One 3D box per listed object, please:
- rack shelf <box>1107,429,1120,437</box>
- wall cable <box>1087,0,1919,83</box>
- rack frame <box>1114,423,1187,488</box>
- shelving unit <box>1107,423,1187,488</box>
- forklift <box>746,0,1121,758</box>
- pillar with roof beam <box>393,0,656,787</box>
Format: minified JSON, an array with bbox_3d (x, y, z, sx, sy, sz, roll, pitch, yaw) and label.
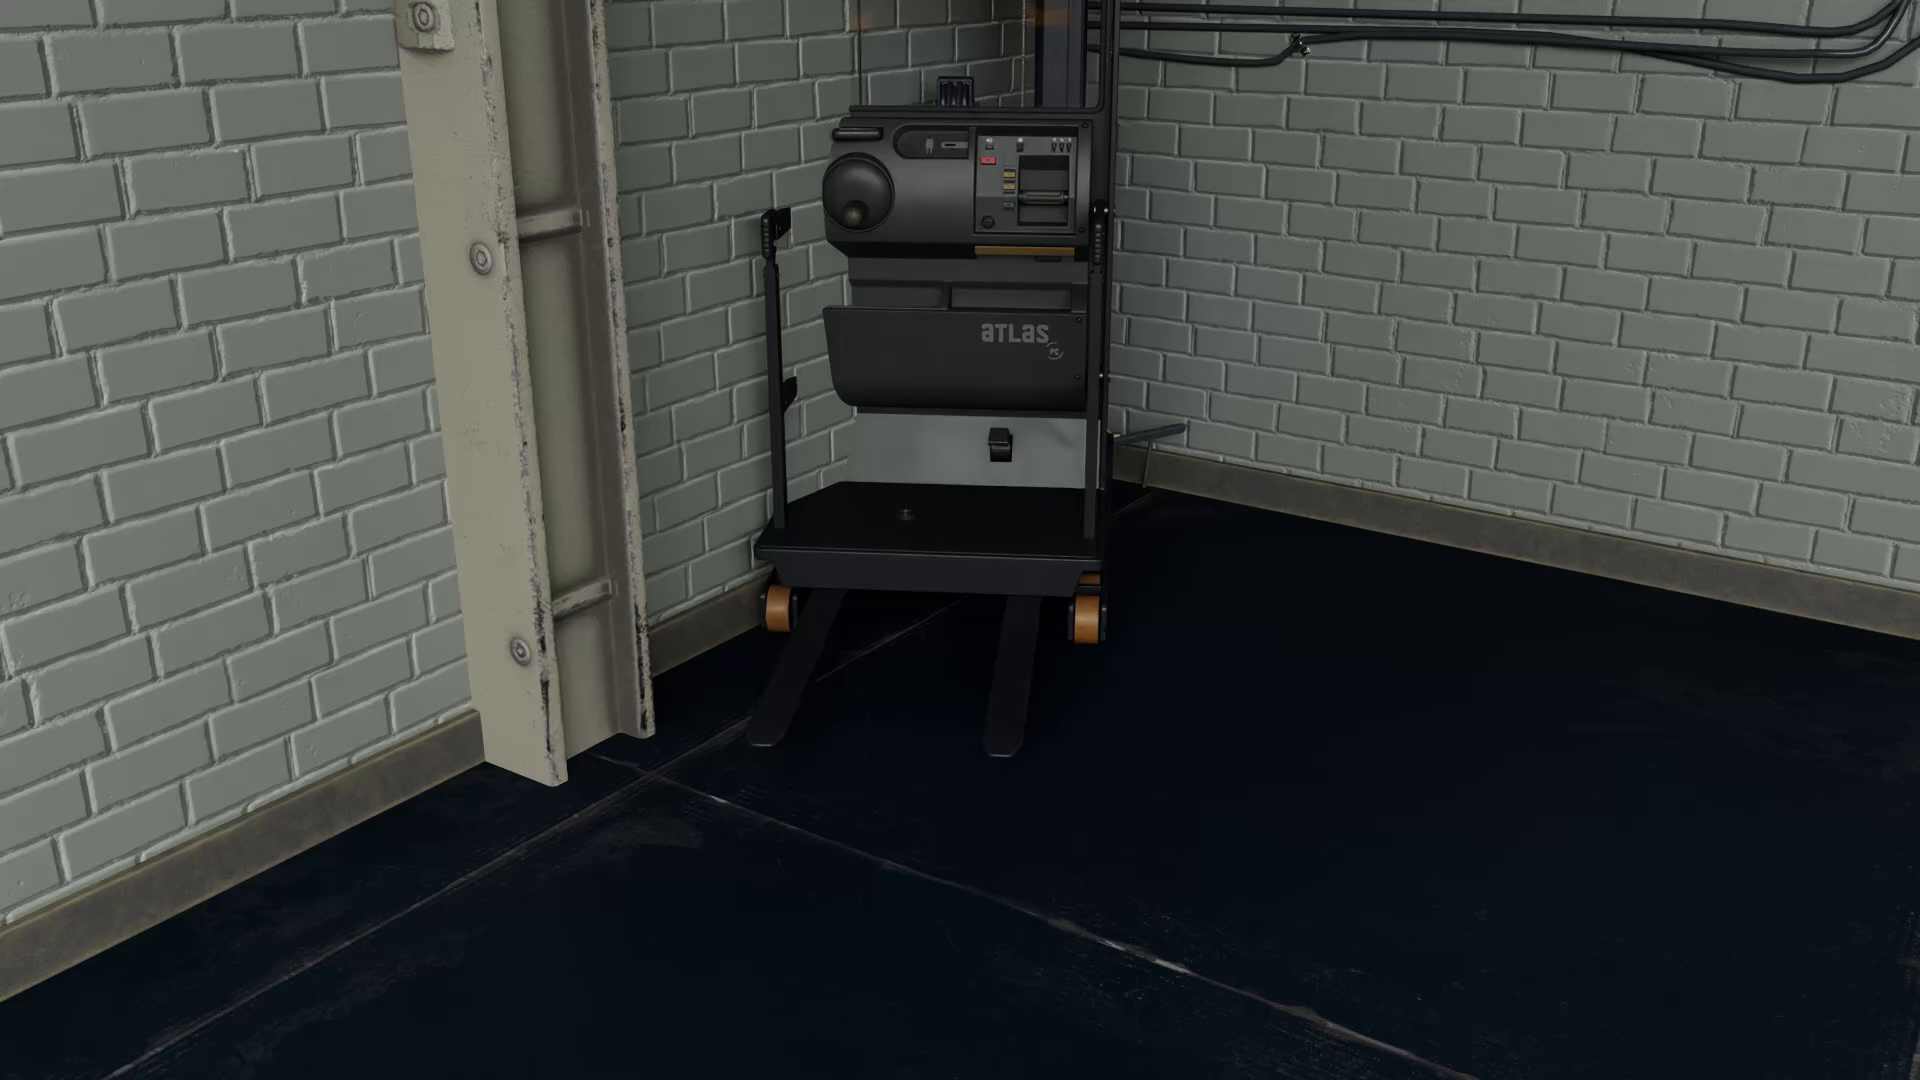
[{"bbox_3d":[0.314,-0.429,6.938,0.370,0.431,0.720,-13,41,-20],"label":"rack shelf"},{"bbox_3d":[1.643,-2.774,5.268,3.097,2.526,0.112,13,24,32],"label":"wall cable"},{"bbox_3d":[0.758,-0.282,6.794,1.500,0.400,0.023,-13,41,-20],"label":"rack frame"},{"bbox_3d":[0.612,-0.496,7.052,1.500,0.431,0.755,-13,41,-20],"label":"shelving unit"},{"bbox_3d":[-0.059,-1.159,5.172,1.130,2.935,3.031,2,20,5],"label":"forklift"},{"bbox_3d":[2.453,-2.803,0.872,9.100,9.000,0.400,13,24,32],"label":"pillar with roof beam"}]
